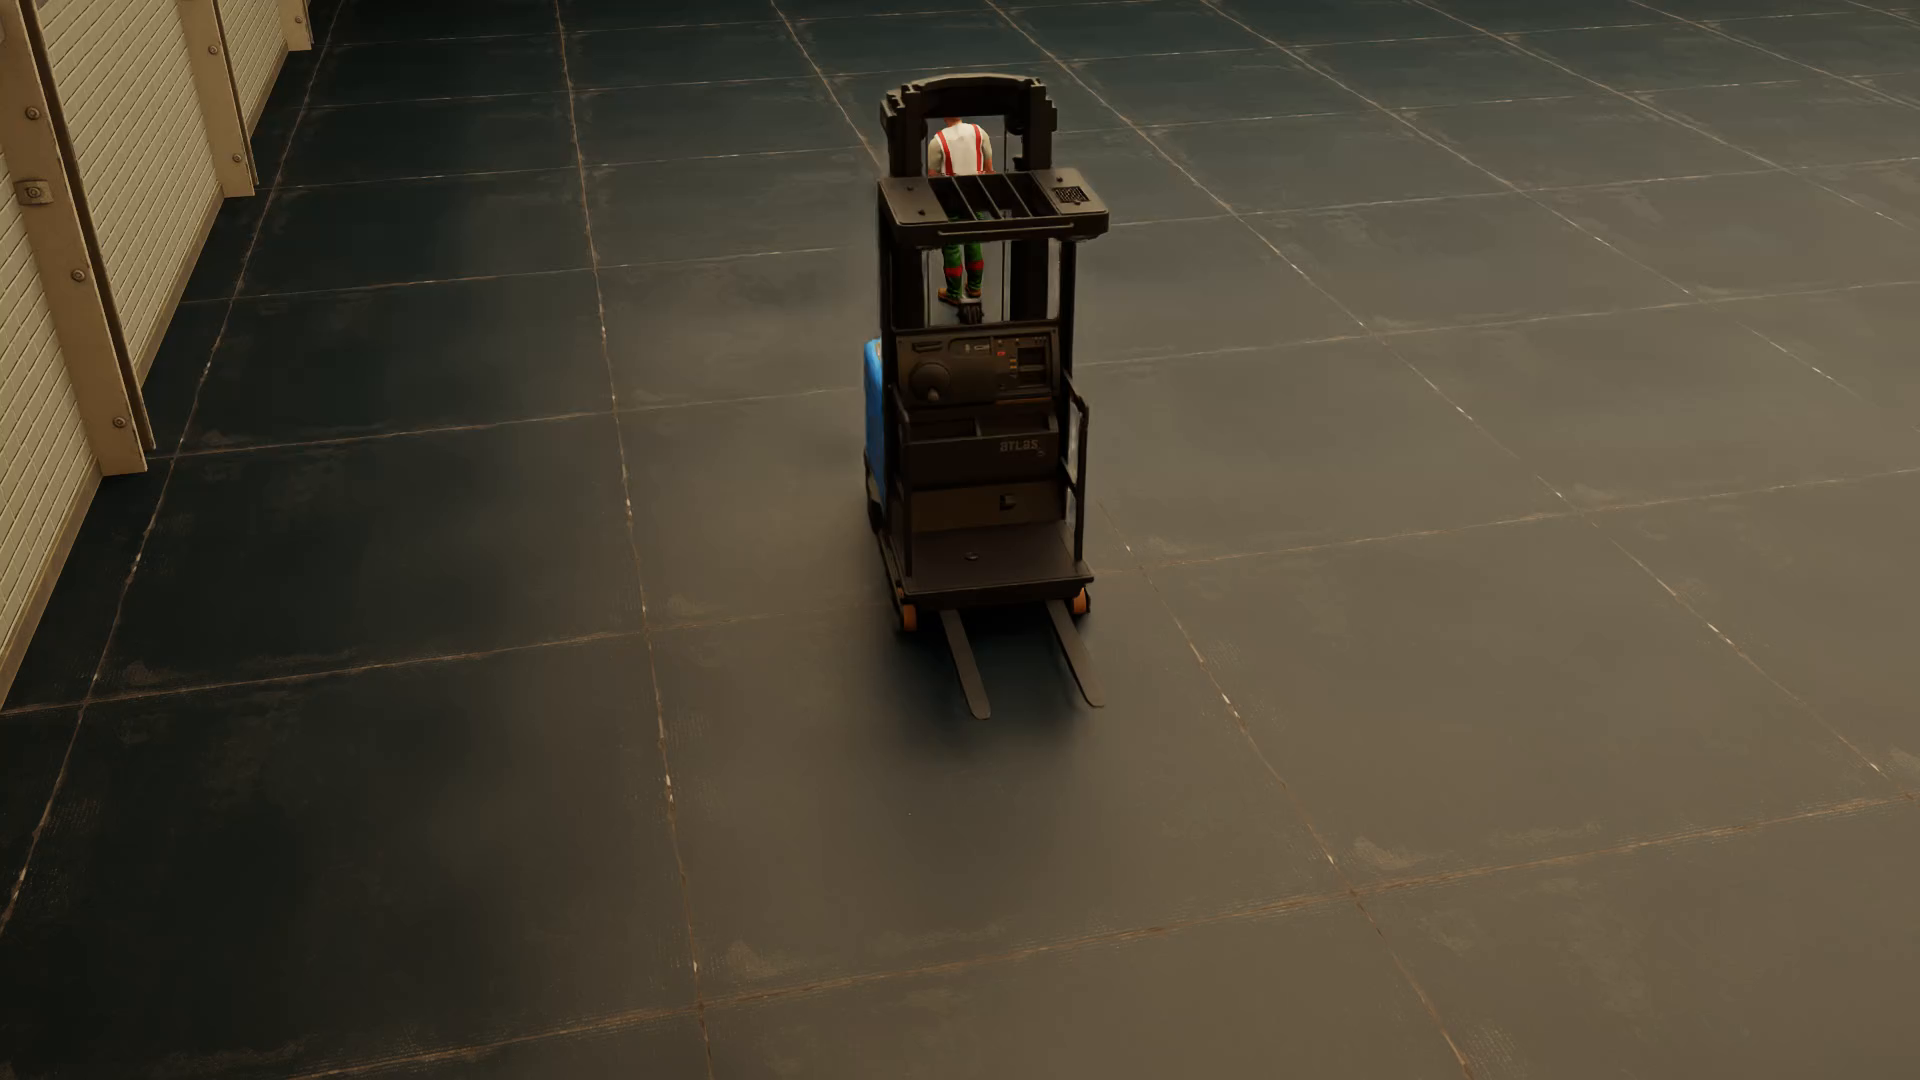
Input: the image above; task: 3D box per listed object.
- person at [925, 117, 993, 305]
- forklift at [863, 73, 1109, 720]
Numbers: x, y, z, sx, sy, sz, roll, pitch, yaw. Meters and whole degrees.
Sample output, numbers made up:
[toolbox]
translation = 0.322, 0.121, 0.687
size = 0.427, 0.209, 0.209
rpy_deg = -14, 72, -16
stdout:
[person]
translation = -0.052, -2.796, 13.530
size = 0.637, 1.787, 0.564
rpy_deg = -12, 32, -19
[forklift]
translation = 0.145, -0.936, 9.192
size = 1.130, 2.935, 3.031
rpy_deg = -5, 30, -9
